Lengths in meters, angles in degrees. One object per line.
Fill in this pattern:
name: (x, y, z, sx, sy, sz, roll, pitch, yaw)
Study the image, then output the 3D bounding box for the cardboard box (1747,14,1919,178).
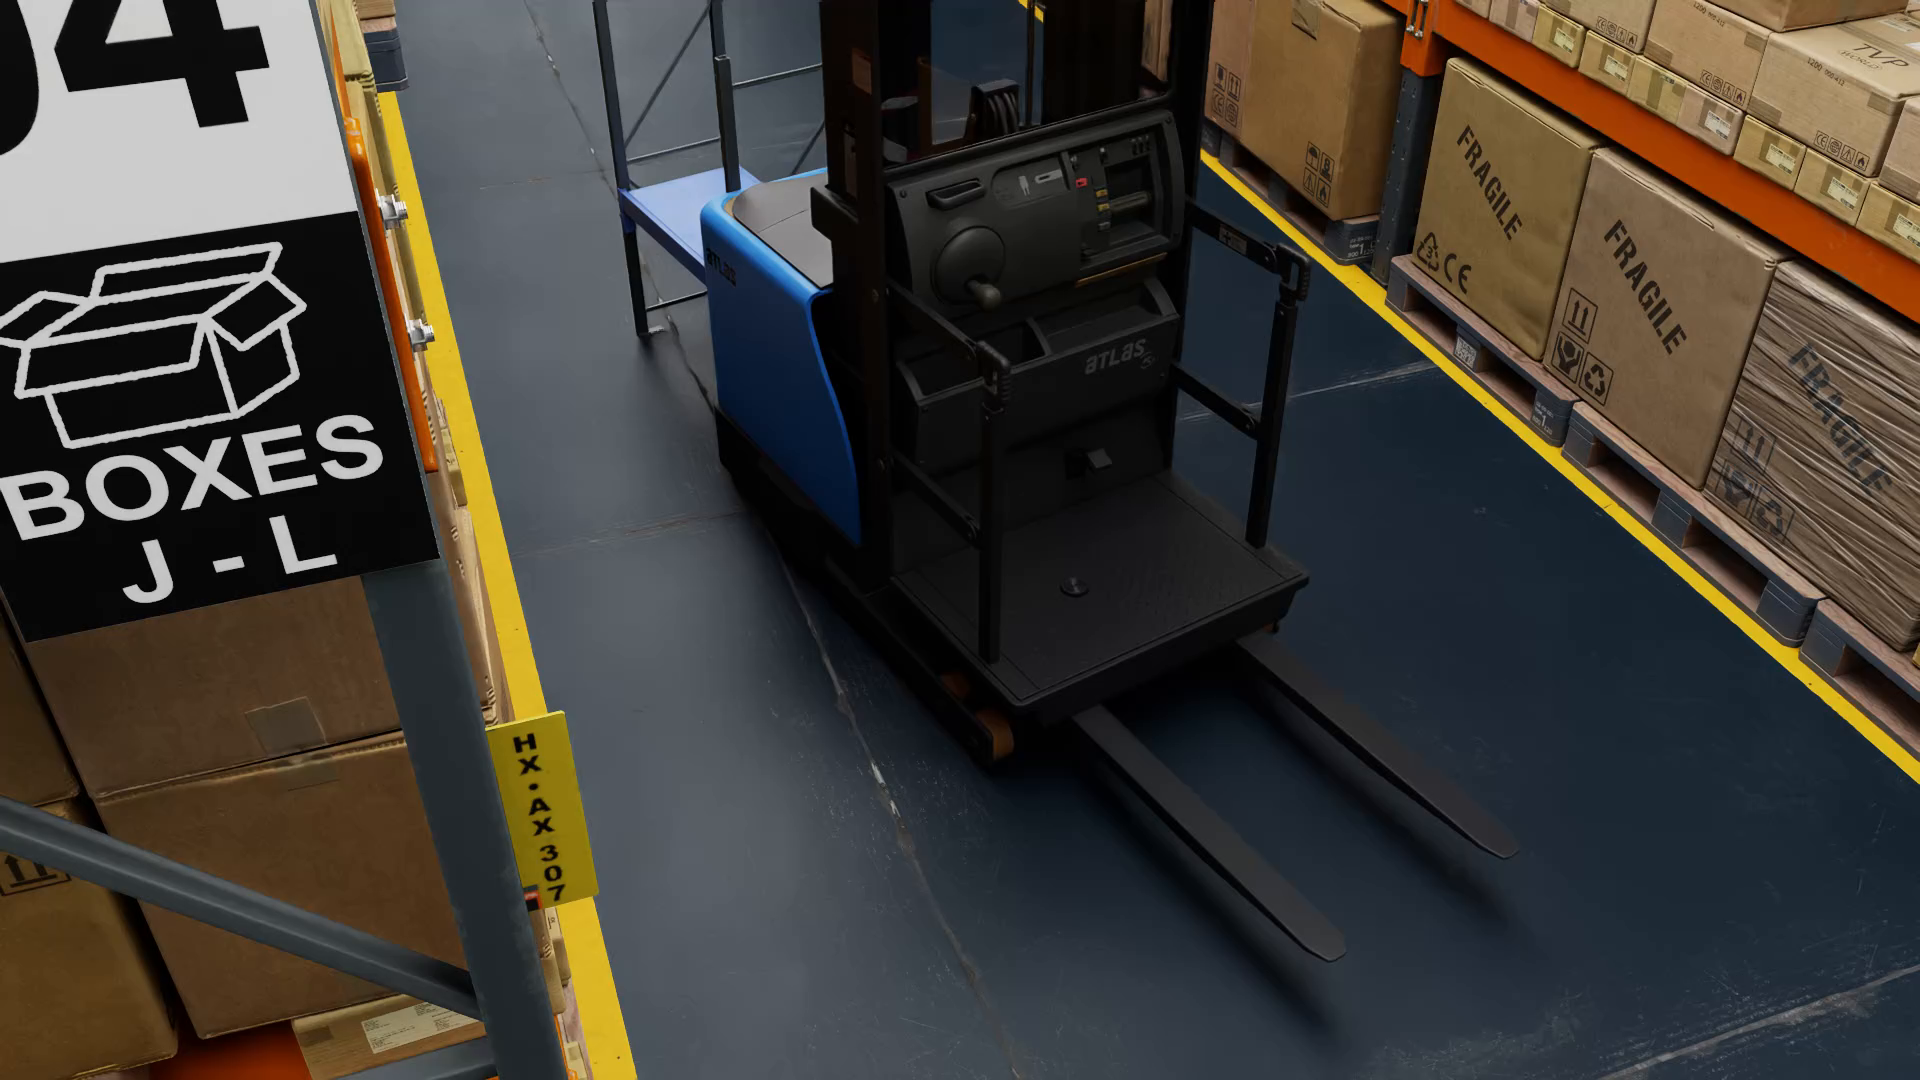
cardboard box: (2.712, -1.311, 4.875, 0.500, 0.250, 0.500, -12, 39, -16)

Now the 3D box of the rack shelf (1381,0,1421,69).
rack shelf: (1.596, -3.268, 8.194, 1.077, 0.370, 4.000, -12, 39, -16)

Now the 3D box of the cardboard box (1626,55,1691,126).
cardboard box: (2.435, -1.500, 5.457, 0.380, 0.149, 0.250, -13, 39, -17)

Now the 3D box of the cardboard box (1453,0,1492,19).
cardboard box: (2.073, -2.090, 6.240, 0.380, 0.149, 0.250, -12, 39, -16)

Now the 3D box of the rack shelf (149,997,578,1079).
rack shelf: (-1.720, -0.039, 3.906, 1.077, 0.370, 4.000, -12, 39, -16)

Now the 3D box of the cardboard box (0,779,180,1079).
cardboard box: (-1.428, 0.444, 2.337, 0.500, 0.500, 0.500, -12, 39, -15)

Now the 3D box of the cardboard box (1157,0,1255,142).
cardboard box: (1.737, -2.607, 8.135, 1.225, 0.875, 0.875, -14, 39, -18)

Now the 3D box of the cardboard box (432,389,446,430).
cardboard box: (-1.896, -0.341, 5.483, 0.380, 0.149, 0.250, -14, 39, -18)

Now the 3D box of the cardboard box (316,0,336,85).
cardboard box: (-0.946, -0.641, 1.740, 0.500, 0.250, 0.500, -11, 38, -14)

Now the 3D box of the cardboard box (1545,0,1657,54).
cardboard box: (2.366, -1.883, 5.634, 0.500, 0.250, 0.500, -13, 39, -16)

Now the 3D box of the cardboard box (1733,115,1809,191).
cardboard box: (2.611, -1.209, 5.071, 0.380, 0.149, 0.250, -14, 39, -17)

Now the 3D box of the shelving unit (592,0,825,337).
shelving unit: (-0.844, -1.268, 6.187, 0.538, 1.500, 1.048, -21, 42, -26)

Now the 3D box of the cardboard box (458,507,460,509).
cardboard box: (-1.791, -0.034, 5.322, 0.380, 0.149, 0.250, -14, 39, -17)

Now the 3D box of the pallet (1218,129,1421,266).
pallet: (1.948, -1.732, 7.874, 1.003, 0.211, 1.213, -12, 39, -16)

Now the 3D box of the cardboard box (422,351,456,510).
cardboard box: (-1.291, -0.242, 3.248, 0.500, 0.500, 0.500, -12, 39, -15)

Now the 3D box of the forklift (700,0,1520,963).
forklift: (0.352, -0.844, 4.434, 1.130, 2.935, 3.031, -21, 42, -26)

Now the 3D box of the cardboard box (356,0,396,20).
cardboard box: (-2.112, -1.841, 5.561, 0.380, 0.149, 0.250, -14, 39, -18)

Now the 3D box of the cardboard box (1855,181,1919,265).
cardboard box: (2.786, -0.922, 4.690, 0.380, 0.149, 0.250, -12, 39, -16)

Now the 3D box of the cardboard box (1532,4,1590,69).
cardboard box: (2.255, -1.792, 5.845, 0.380, 0.149, 0.250, -11, 38, -14)

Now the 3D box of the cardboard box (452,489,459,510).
cardboard box: (-1.627, -0.004, 4.788, 0.380, 0.149, 0.250, -14, 39, -18)

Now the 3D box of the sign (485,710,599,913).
sign: (-0.522, 0.345, 2.079, 0.100, 0.325, 0.005, -12, 39, -16)

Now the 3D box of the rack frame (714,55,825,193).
rack frame: (-0.567, -1.012, 5.847, 0.500, 1.500, 0.032, -21, 42, -26)

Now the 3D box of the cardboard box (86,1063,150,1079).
cardboard box: (-1.409, 0.778, 2.432, 0.380, 0.149, 0.250, -12, 39, -16)

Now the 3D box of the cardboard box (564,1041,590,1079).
cardboard box: (-0.893, 1.171, 3.229, 0.380, 0.149, 0.250, -14, 39, -18)

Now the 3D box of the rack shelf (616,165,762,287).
rack shelf: (-0.844, -1.125, 6.296, 0.538, 0.185, 1.000, -21, 42, -26)

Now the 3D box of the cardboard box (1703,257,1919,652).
cardboard box: (3.052, -0.344, 5.131, 0.875, 0.875, 0.875, -12, 39, -16)

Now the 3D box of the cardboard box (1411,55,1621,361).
cardboard box: (2.436, -1.355, 6.473, 0.875, 0.875, 0.875, -12, 39, -16)

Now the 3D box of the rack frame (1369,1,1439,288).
rack frame: (2.284, -2.426, 6.477, 1.000, 3.000, 0.127, -12, 39, -16)

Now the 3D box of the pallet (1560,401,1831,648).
pallet: (2.896, -0.176, 5.808, 1.003, 0.211, 1.213, -12, 39, -16)

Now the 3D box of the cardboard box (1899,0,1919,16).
cardboard box: (3.039, -1.710, 5.404, 0.500, 0.250, 0.500, -12, 39, -15)

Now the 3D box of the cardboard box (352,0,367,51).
cardboard box: (-1.453, -0.932, 3.333, 0.500, 0.500, 0.500, -14, 39, -17)

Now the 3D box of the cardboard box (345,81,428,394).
cardboard box: (-1.116, -0.347, 2.556, 0.500, 0.500, 0.500, -11, 38, -15)

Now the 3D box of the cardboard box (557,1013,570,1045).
cardboard box: (-1.012, 1.140, 3.516, 0.380, 0.149, 0.250, -13, 39, -16)

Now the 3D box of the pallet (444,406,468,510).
pallet: (-2.143, 0.030, 5.535, 1.003, 0.211, 1.213, -12, 39, -16)

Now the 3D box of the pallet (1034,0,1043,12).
pallet: (1.108, -3.111, 9.704, 1.003, 0.211, 1.213, -12, 39, -16)

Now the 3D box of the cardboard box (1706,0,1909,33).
cardboard box: (2.554, -1.888, 5.018, 0.500, 0.500, 0.500, -14, 39, -17)
